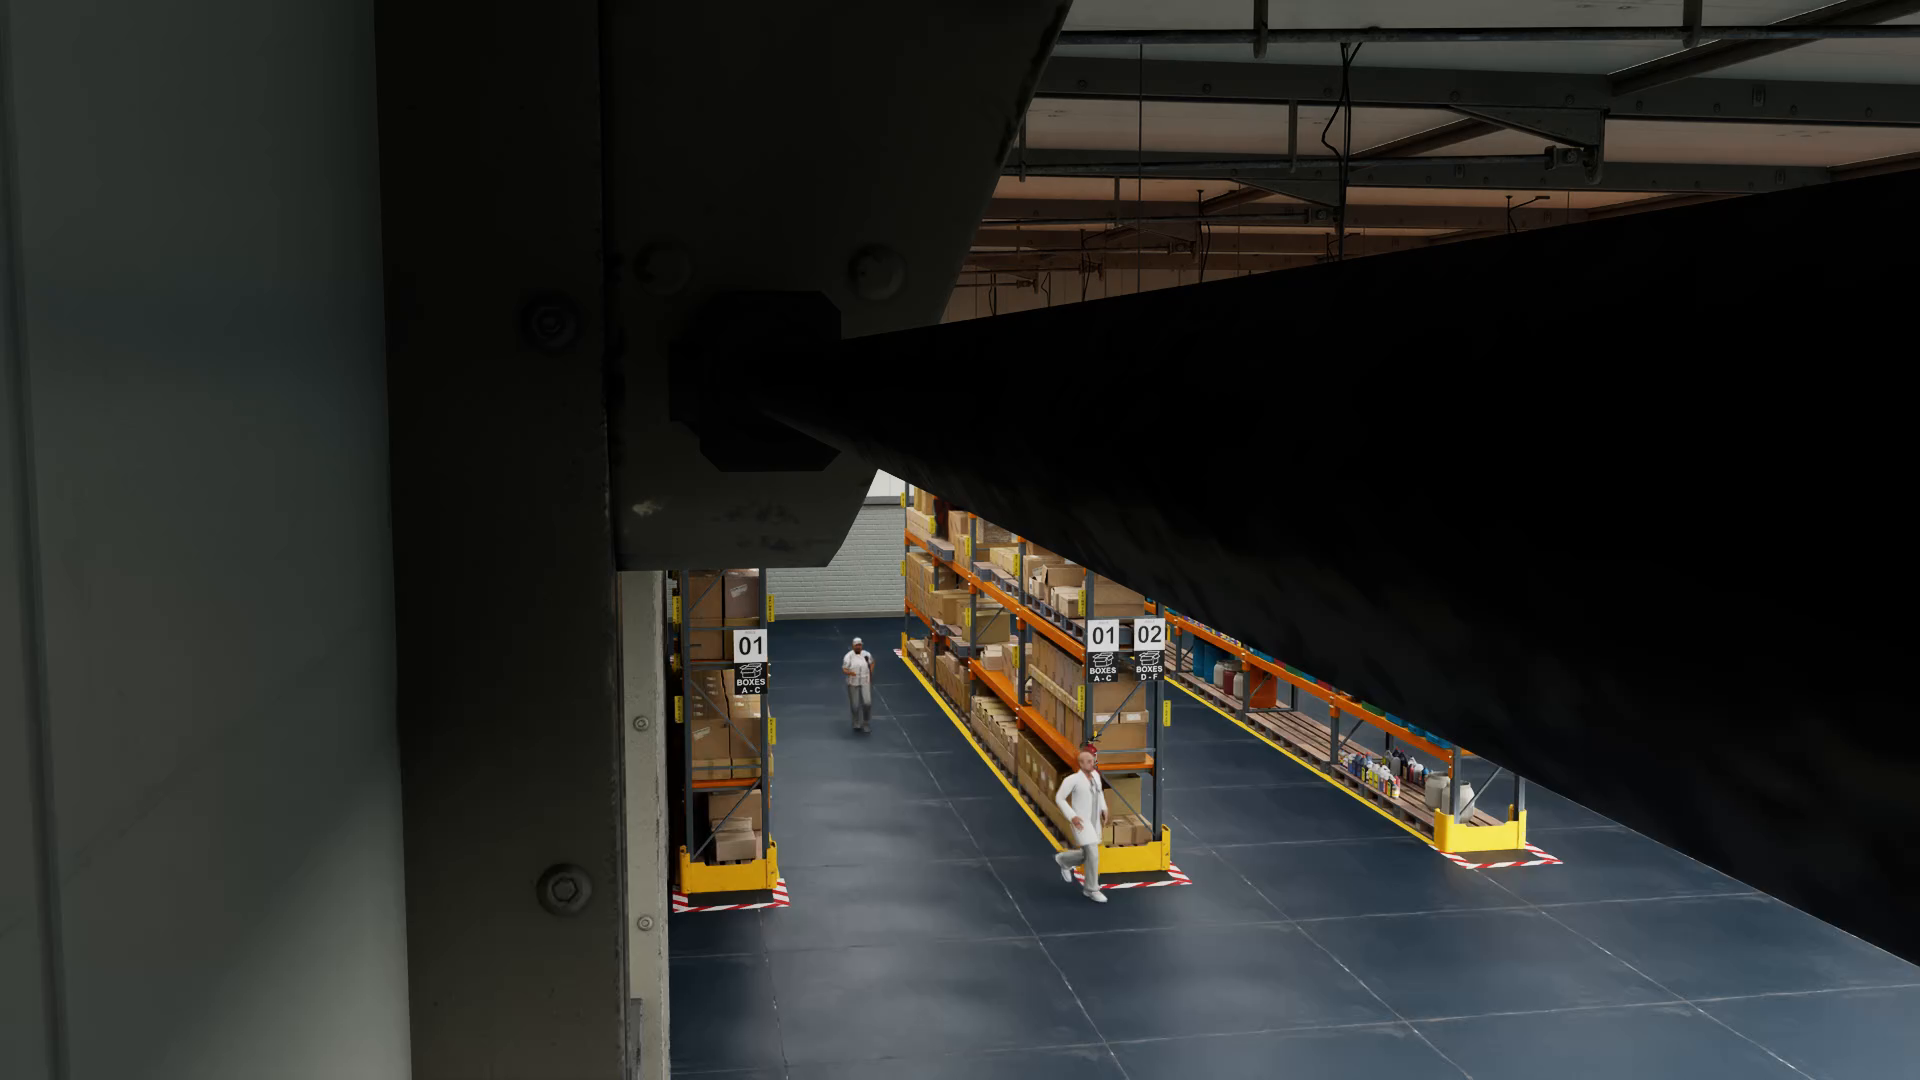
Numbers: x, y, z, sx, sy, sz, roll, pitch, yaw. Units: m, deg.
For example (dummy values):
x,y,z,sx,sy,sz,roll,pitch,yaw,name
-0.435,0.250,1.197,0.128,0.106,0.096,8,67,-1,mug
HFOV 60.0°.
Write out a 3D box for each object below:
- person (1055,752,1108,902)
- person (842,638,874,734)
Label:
x,y,z,sx,sy,sz,roll,pitch,yaw,name
1.448,3.409,19.982,0.864,1.779,0.733,6,8,43,person
-1.752,2.530,28.858,0.580,1.689,0.694,-1,6,-9,person
